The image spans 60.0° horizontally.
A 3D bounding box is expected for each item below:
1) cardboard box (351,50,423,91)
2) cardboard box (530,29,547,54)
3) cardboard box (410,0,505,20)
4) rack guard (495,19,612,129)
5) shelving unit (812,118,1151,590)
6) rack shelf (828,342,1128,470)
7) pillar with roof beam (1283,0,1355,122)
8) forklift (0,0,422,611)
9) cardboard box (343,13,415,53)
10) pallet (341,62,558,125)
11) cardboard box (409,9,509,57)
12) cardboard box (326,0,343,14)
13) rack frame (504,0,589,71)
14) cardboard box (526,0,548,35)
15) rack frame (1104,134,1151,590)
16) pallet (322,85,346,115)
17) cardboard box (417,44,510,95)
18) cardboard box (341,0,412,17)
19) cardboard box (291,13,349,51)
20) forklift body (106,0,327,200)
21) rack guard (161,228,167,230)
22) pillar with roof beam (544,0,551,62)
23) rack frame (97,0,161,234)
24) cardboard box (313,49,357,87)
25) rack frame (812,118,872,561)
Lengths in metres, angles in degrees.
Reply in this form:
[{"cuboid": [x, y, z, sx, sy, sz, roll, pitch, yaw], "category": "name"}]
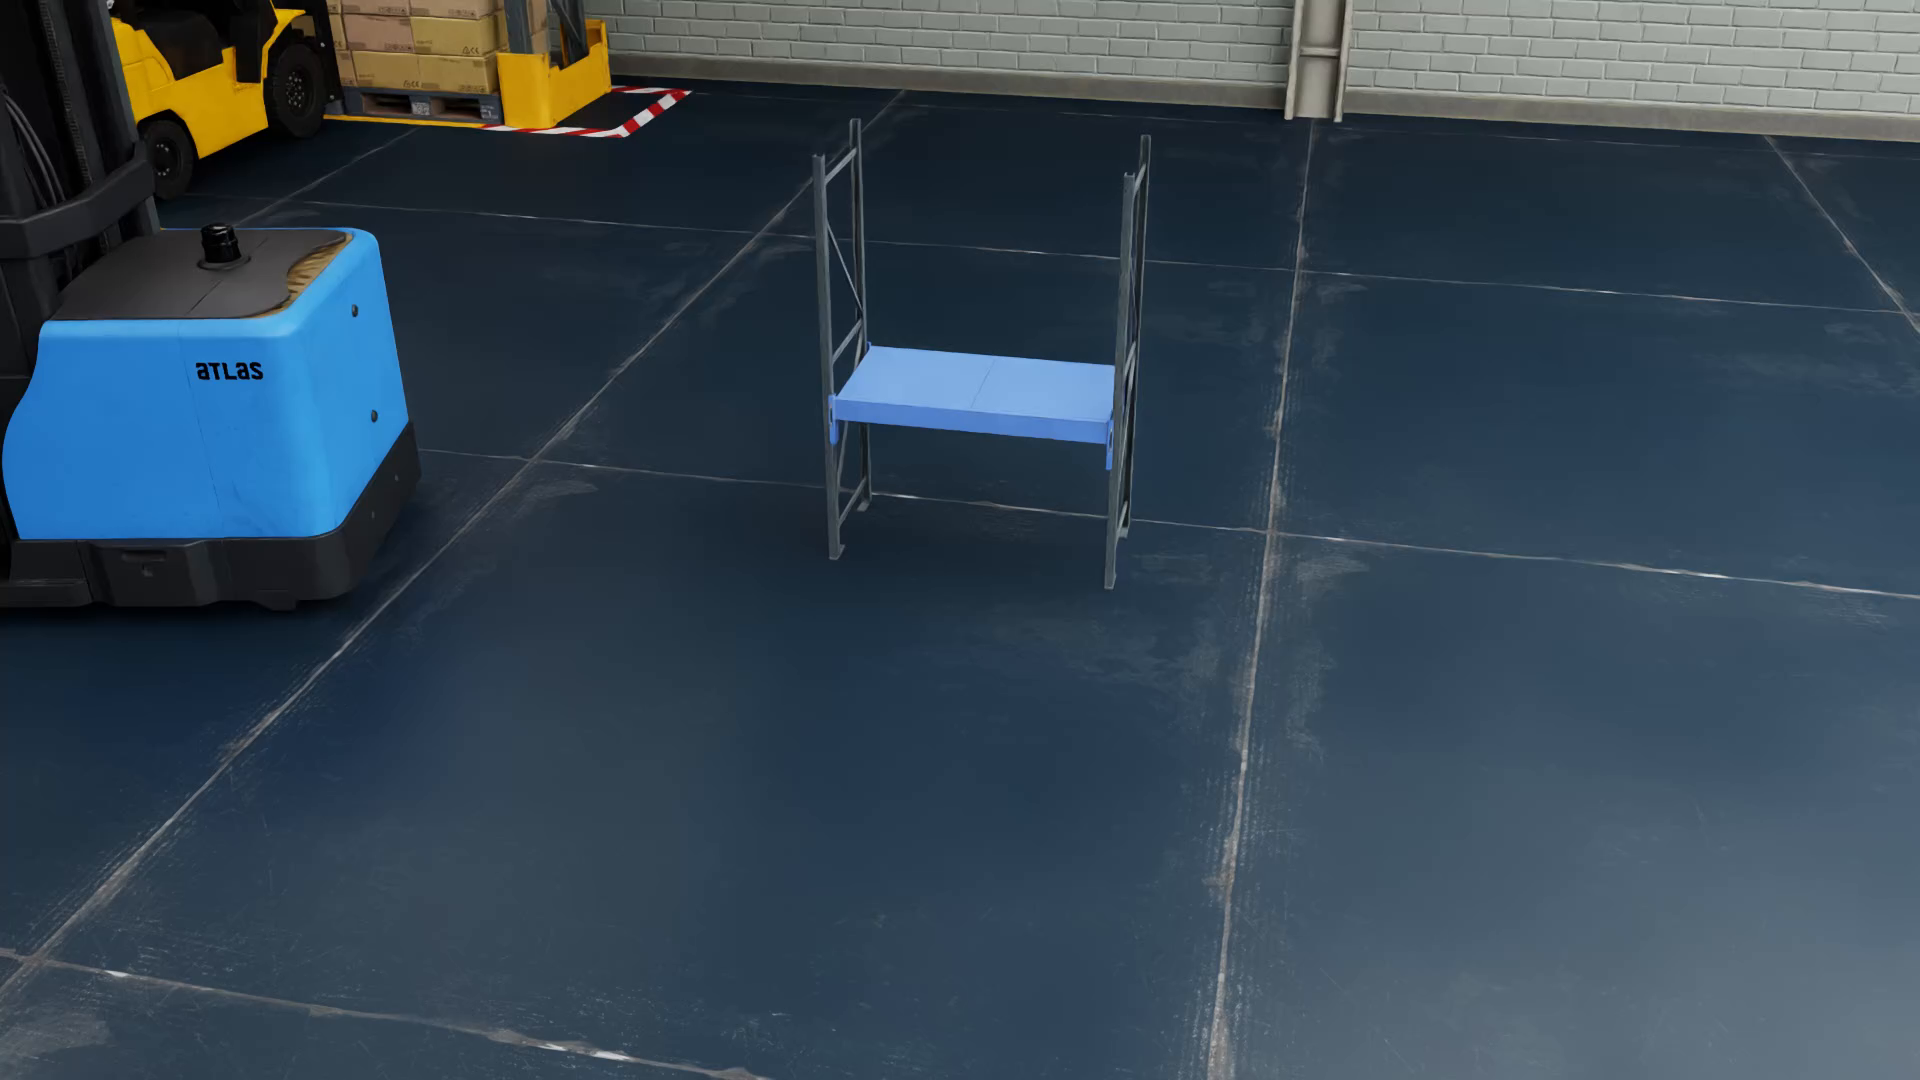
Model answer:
[{"cuboid": [-3.896, -3.350, 11.671, 0.500, 0.250, 0.500, 6, 29, 11], "category": "cardboard box"}, {"cuboid": [-3.326, -3.538, 12.014, 0.500, 0.250, 0.500, 6, 29, 11], "category": "cardboard box"}, {"cuboid": [-3.402, -3.735, 11.333, 0.500, 0.250, 0.500, 7, 29, 12], "category": "cardboard box"}, {"cuboid": [-2.863, -3.320, 11.793, 0.348, 0.500, 1.175, 6, 29, 11], "category": "rack guard"}, {"cuboid": [0.083, -0.649, 5.874, 1.048, 1.500, 0.538, 6, 29, 11], "category": "shelving unit"}, {"cuboid": [0.083, -0.492, 5.961, 1.000, 0.185, 0.538, 6, 29, 11], "category": "rack shelf"}, {"cuboid": [1.589, -4.920, 5.865, 0.400, 9.000, 9.100, 6, 29, 11], "category": "pillar with roof beam"}, {"cuboid": [-3.630, -1.256, 5.492, 3.031, 2.935, 1.130, 0, 29, -1], "category": "forklift"}, {"cuboid": [-3.916, -3.573, 11.558, 0.500, 0.250, 0.500, 6, 29, 10], "category": "cardboard box"}, {"cuboid": [-3.643, -3.252, 11.971, 1.213, 0.211, 1.003, 6, 29, 11], "category": "pallet"}, {"cuboid": [-3.428, -3.518, 11.457, 0.500, 0.250, 0.500, 5, 29, 10], "category": "cardboard box"}, {"cuboid": [-4.398, -3.829, 11.506, 0.500, 0.250, 0.500, 6, 29, 11], "category": "cardboard box"}, {"cuboid": [-2.887, -4.418, 11.197, 0.127, 3.000, 1.000, 6, 29, 11], "category": "rack frame"}, {"cuboid": [-3.303, -3.761, 11.901, 0.500, 0.250, 0.500, 6, 29, 11], "category": "cardboard box"}, {"cuboid": [0.581, -0.598, 5.781, 0.032, 1.500, 0.500, 6, 29, 11], "category": "rack frame"}, {"cuboid": [-4.833, -3.376, 12.196, 1.213, 0.211, 1.003, 6, 29, 11], "category": "pallet"}, {"cuboid": [-3.412, -3.295, 11.571, 0.500, 0.250, 0.500, 6, 29, 11], "category": "cardboard box"}, {"cuboid": [-3.903, -3.783, 11.422, 0.500, 0.250, 0.500, 6, 29, 11], "category": "cardboard box"}, {"cuboid": [-4.425, -3.615, 11.635, 0.500, 0.250, 0.500, 5, 29, 9], "category": "cardboard box"}, {"cuboid": [-5.122, -3.380, 10.183, 1.214, 2.155, 2.313, 6, 29, 11], "category": "forklift body"}, {"cuboid": [-3.994, -0.998, 7.553, 0.348, 0.500, 1.175, 6, 29, 11], "category": "rack guard"}, {"cuboid": [-4.278, -5.521, 6.964, 0.400, 9.000, 9.100, 6, 29, 11], "category": "pillar with roof beam"}, {"cuboid": [-3.919, -2.087, 6.938, 0.127, 3.000, 1.000, 6, 29, 11], "category": "rack frame"}, {"cuboid": [-4.384, -3.404, 11.770, 0.500, 0.250, 0.500, 6, 29, 11], "category": "cardboard box"}, {"cuboid": [-0.414, -0.700, 5.967, 0.032, 1.500, 0.500, 6, 29, 11], "category": "rack frame"}]
